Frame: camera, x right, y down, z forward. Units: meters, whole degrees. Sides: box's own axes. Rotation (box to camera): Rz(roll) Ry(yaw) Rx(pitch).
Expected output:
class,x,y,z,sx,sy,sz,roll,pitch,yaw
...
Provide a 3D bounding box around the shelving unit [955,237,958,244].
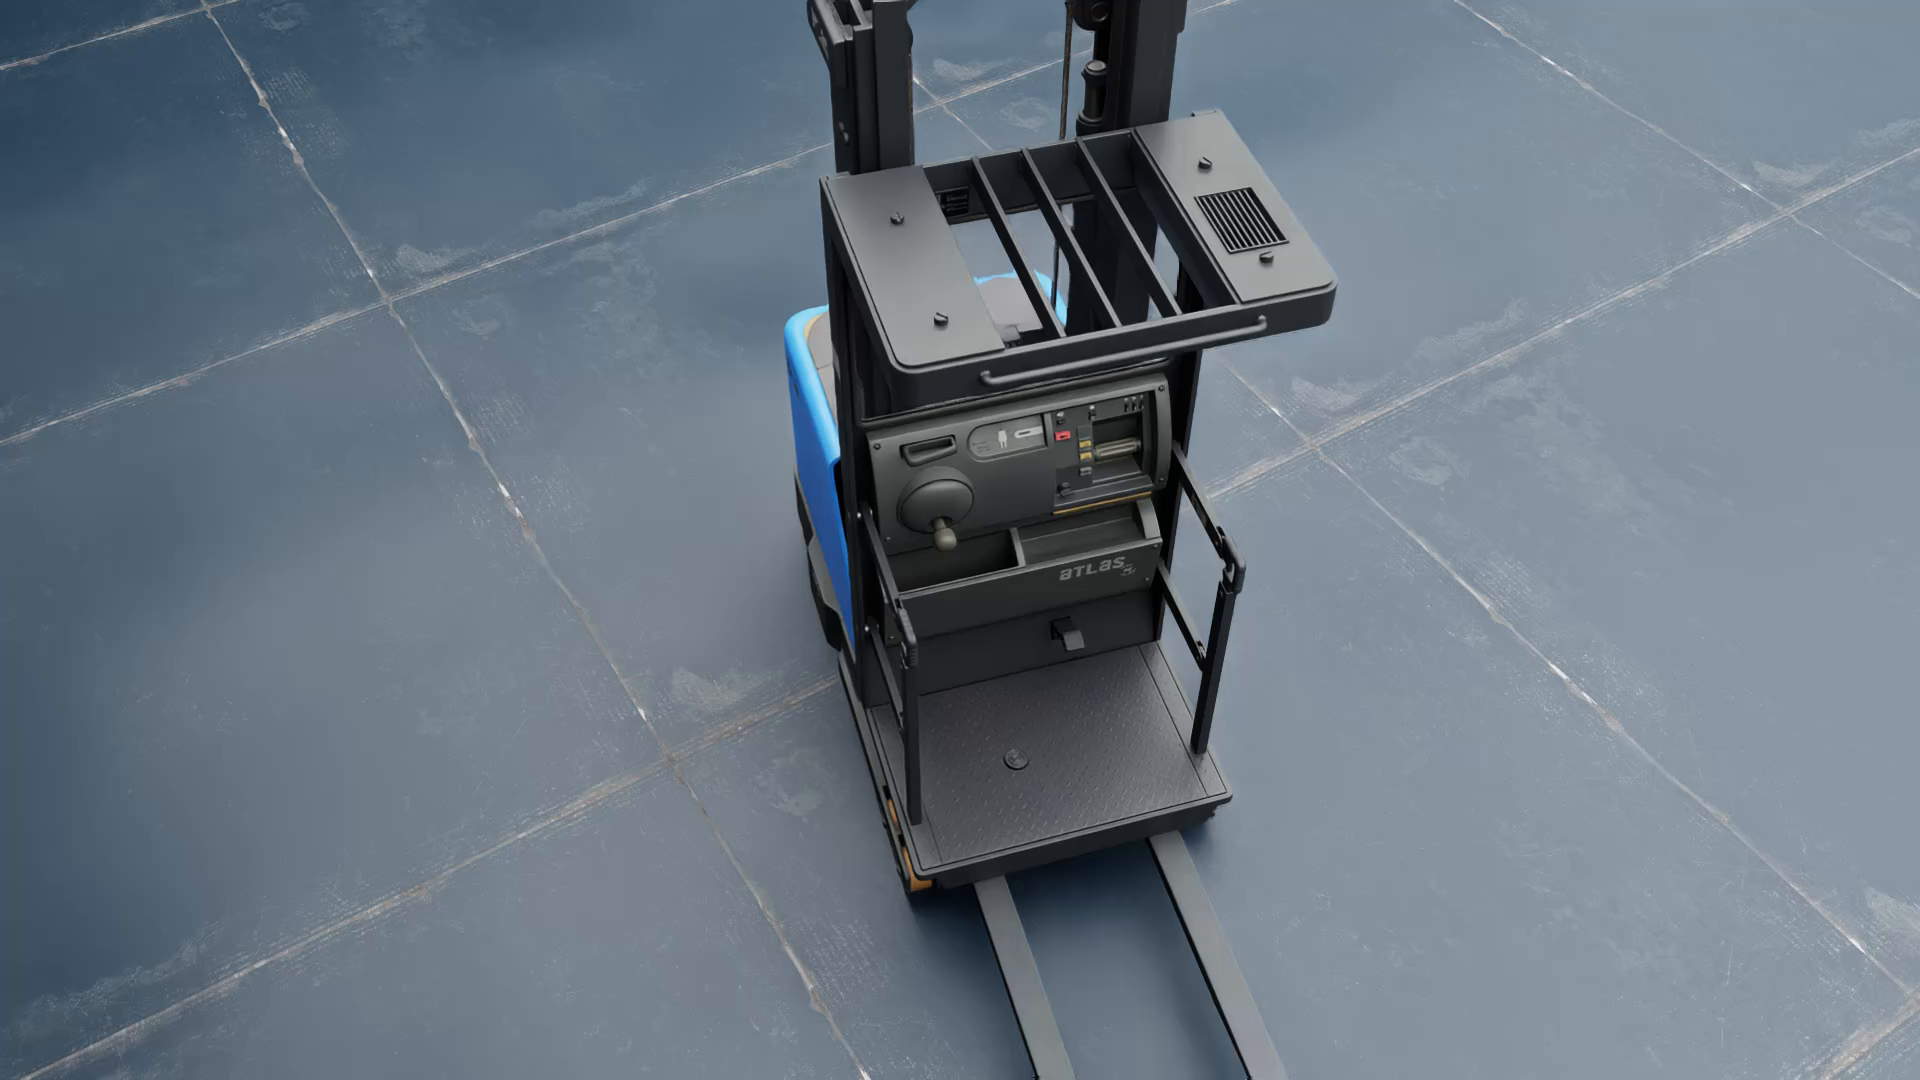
class,x,y,z,sx,sy,sz,roll,pitch,yaw
shelving unit,-0.131,-0.760,6.568,0.189,1.200,0.258,-12,49,-11

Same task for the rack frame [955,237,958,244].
class,x,y,z,sx,sy,sz,roll,pitch,yaw
rack frame,-0.044,-0.779,6.585,0.006,1.200,0.240,-12,49,-11

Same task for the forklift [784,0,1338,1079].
class,x,y,z,sx,sy,sz,roll,pitch,yaw
forklift,0.251,-0.125,4.844,1.130,2.935,3.031,-12,49,-11
